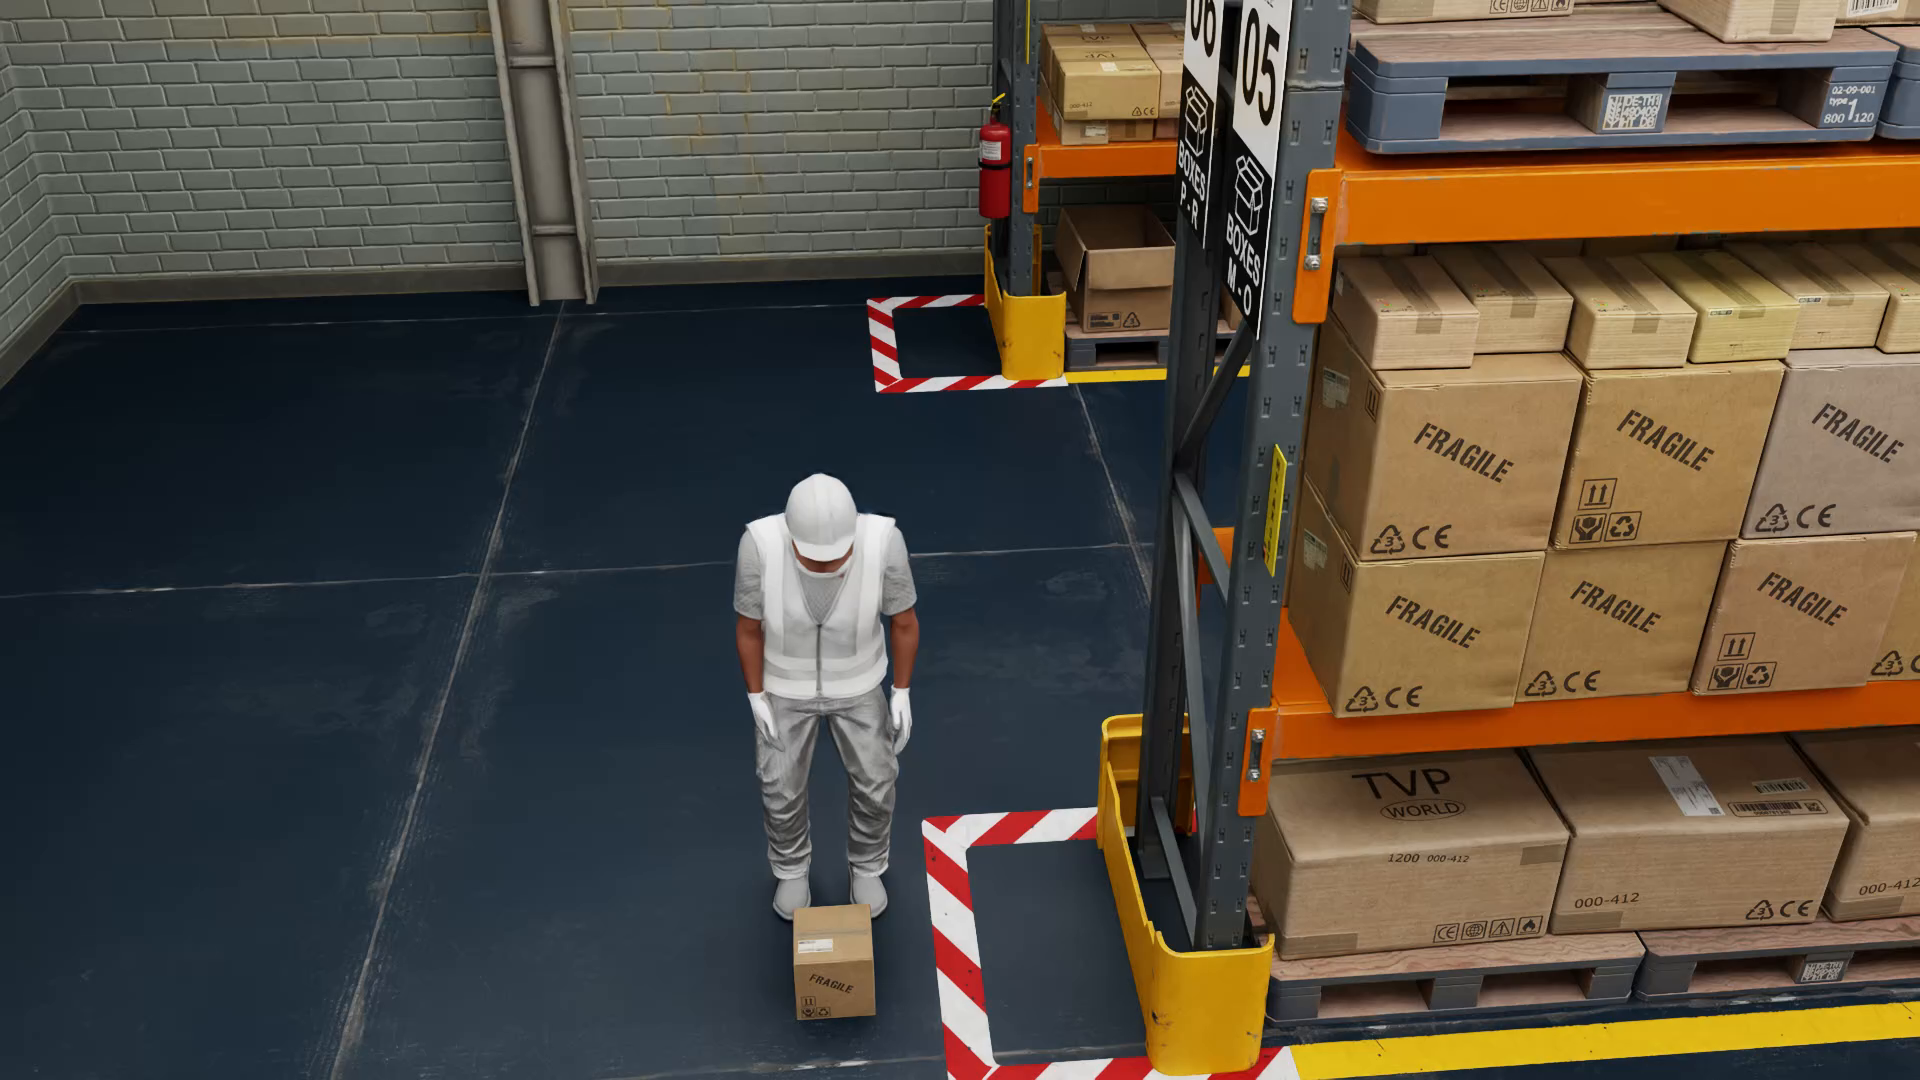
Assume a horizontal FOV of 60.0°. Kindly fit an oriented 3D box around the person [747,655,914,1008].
[{"bbox_3d":[-0.424,0.929,5.441,0.534,0.907,0.988,-4,31,-7],"label":"person"}]
